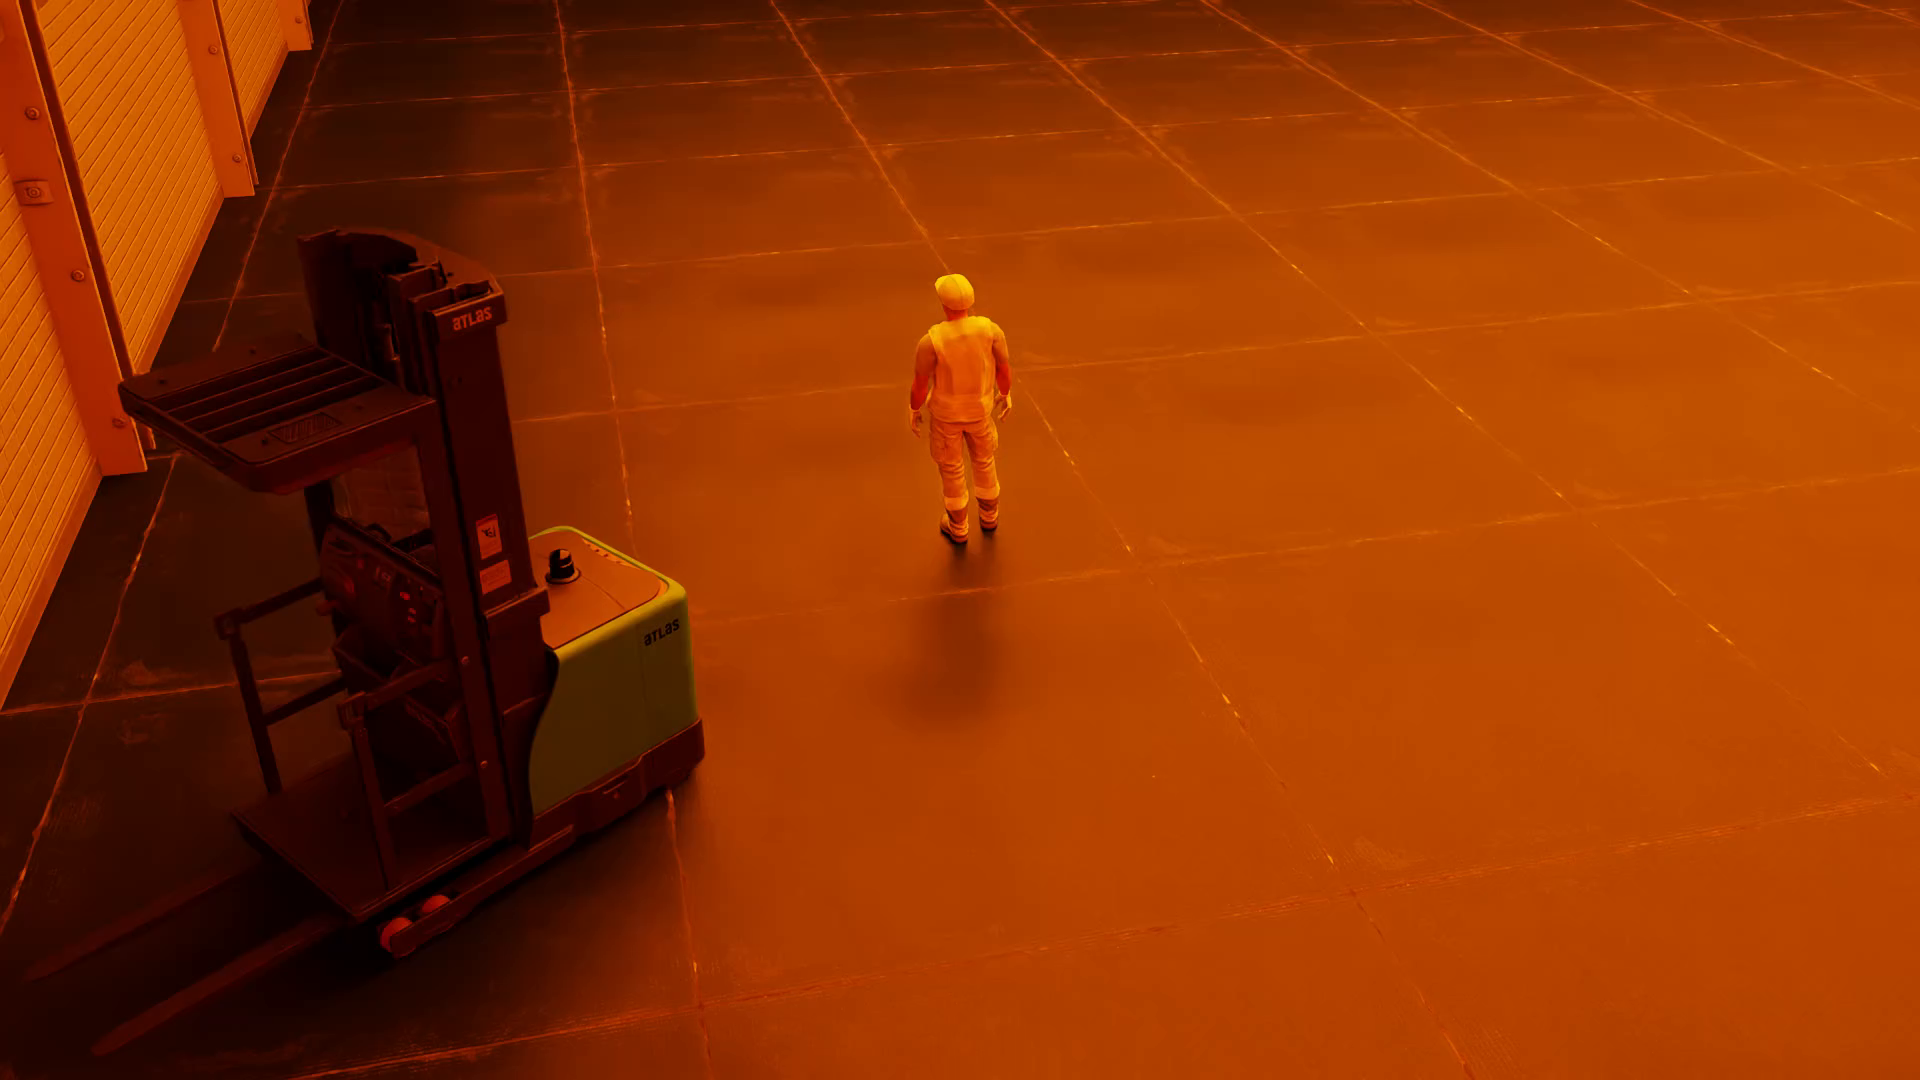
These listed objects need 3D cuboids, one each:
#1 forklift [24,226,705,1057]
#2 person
[{"bbox_3d":[-2.649,0.279,7.093,1.130,2.935,3.031,24,38,35],"label":"forklift"},{"bbox_3d":[-0.009,-0.821,10.119,0.638,1.789,0.562,-7,31,-12],"label":"person"}]
